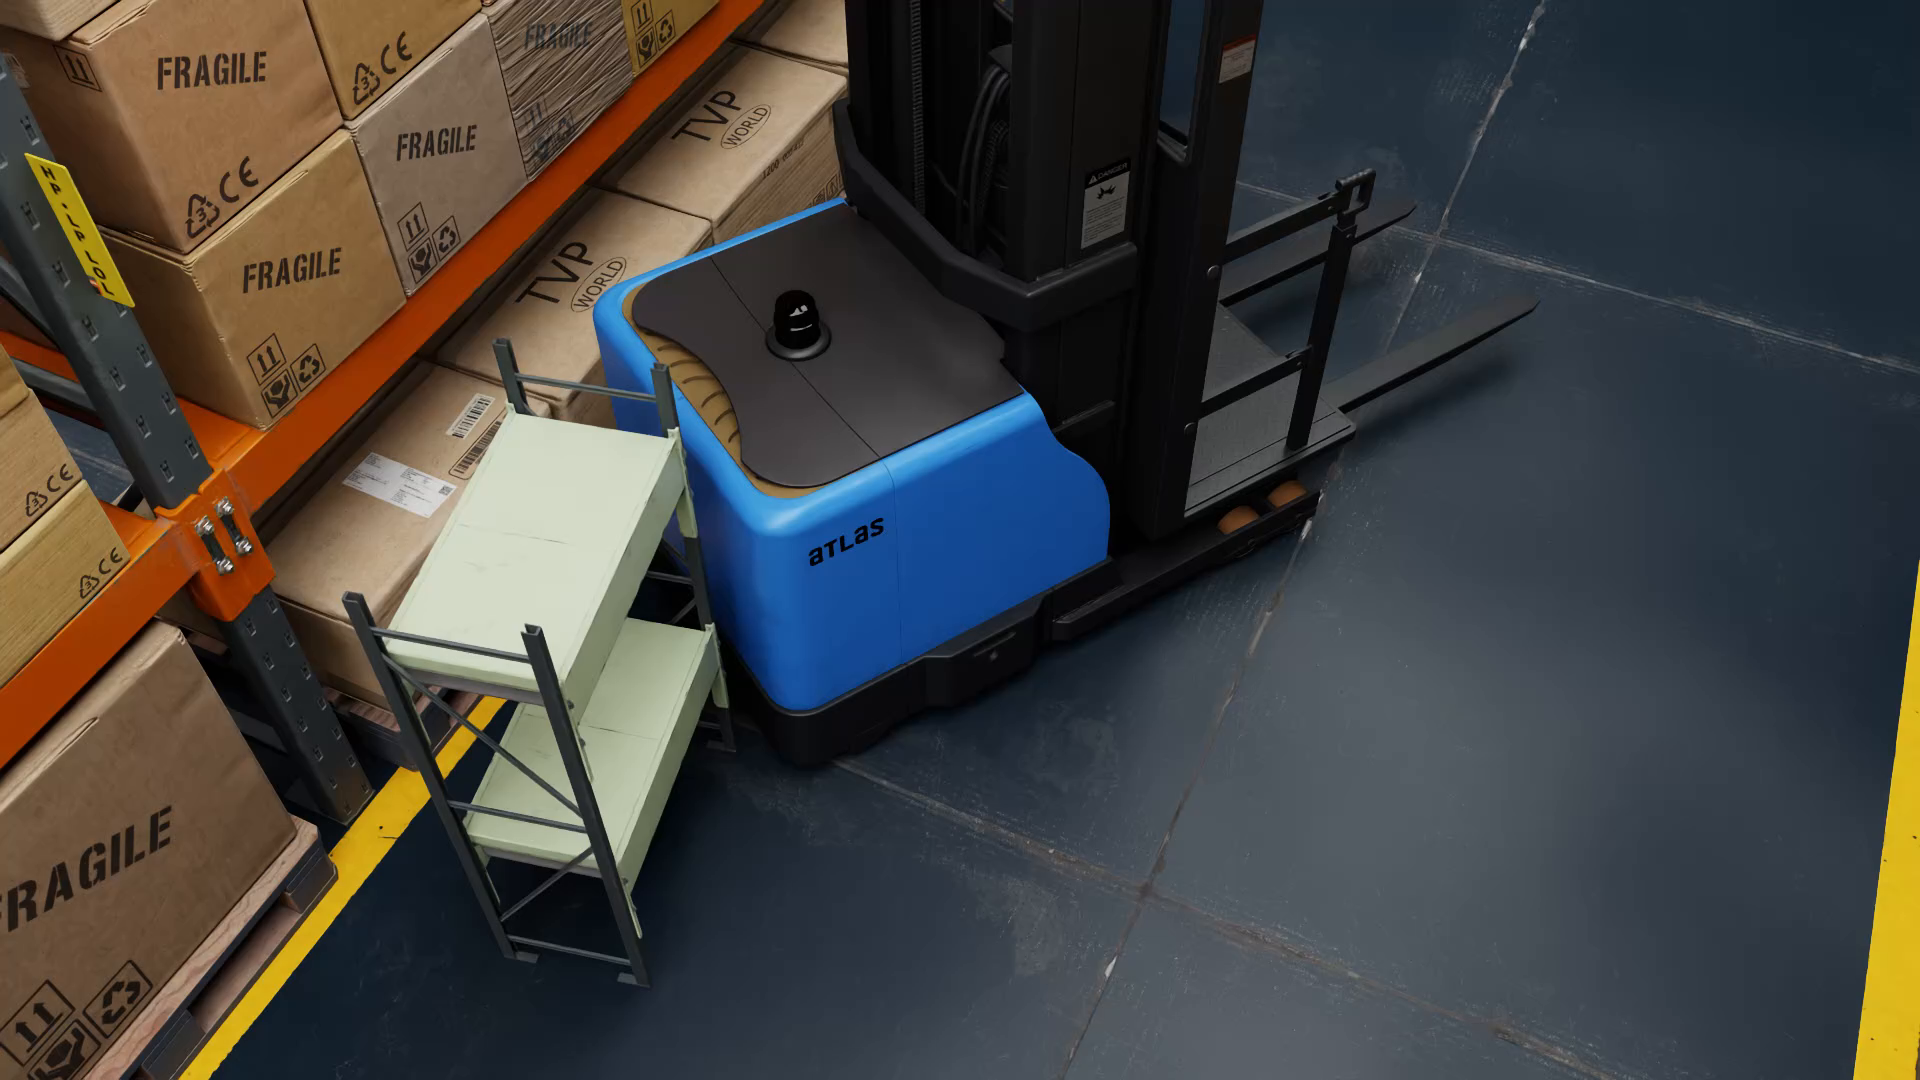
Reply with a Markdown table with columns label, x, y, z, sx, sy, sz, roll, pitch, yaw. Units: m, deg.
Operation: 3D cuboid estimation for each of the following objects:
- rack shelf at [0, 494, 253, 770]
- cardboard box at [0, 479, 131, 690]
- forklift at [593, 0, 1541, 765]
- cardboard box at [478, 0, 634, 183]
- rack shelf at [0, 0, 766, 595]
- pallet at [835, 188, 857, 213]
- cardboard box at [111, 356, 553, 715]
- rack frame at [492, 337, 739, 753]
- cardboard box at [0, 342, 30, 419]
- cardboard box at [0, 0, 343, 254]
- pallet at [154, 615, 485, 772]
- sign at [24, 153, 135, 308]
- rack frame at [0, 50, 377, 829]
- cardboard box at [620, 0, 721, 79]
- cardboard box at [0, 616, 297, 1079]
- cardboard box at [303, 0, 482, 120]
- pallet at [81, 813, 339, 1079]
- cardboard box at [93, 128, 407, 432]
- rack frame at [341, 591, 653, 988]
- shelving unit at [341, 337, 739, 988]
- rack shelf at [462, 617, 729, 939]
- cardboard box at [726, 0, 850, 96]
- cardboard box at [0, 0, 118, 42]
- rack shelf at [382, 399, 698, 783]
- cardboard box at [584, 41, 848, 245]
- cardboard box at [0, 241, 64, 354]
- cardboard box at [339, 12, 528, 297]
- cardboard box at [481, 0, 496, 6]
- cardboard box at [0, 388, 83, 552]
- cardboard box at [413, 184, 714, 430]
| label | x | y | z | sx | sy | sz | roll | pitch | yaw |
| --- | --- | --- | --- | --- | --- | --- | --- | --- | --- |
| rack shelf | -2.963 | 1.226 | 2.709 | 1.077 | 0.370 | 4.000 | 20 | 52 | 16 |
| cardboard box | -2.072 | 0.055 | 3.332 | 0.500 | 0.250 | 0.500 | 19 | 52 | 15 |
| forklift | 0.525 | -1.209 | 4.354 | 3.031 | 2.935 | 1.130 | -26 | 54 | -21 |
| cardboard box | -1.235 | -1.340 | 4.355 | 0.500 | 0.500 | 0.500 | 20 | 53 | 16 |
| rack shelf | -1.254 | -1.528 | 5.053 | 1.077 | 0.370 | 4.000 | 20 | 52 | 16 |
| pallet | -0.671 | -1.659 | 6.523 | 1.003 | 0.211 | 1.213 | 20 | 52 | 16 |
| cardboard box | -1.744 | -0.087 | 4.761 | 0.875 | 0.438 | 0.875 | 19 | 52 | 16 |
| rack frame | -0.830 | 0.080 | 4.197 | 0.400 | 1.500 | 0.023 | 10 | 50 | 8 |
| cardboard box | -2.073 | -0.351 | 2.857 | 0.500 | 0.500 | 0.500 | 21 | 53 | 17 |
| cardboard box | -1.686 | -0.990 | 3.400 | 0.500 | 0.500 | 0.500 | 20 | 53 | 16 |
| pallet | -1.713 | 0.021 | 5.093 | 1.003 | 0.211 | 1.213 | 20 | 52 | 16 |
| sign | -1.614 | -0.564 | 3.052 | 0.100 | 0.325 | 0.005 | 20 | 52 | 16 |
| rack frame | -2.109 | -0.384 | 3.607 | 1.000 | 3.000 | 0.127 | 20 | 52 | 16 |
| cardboard box | -1.014 | -1.695 | 4.657 | 0.500 | 0.500 | 0.500 | 21 | 53 | 17 |
| cardboard box | -2.301 | 0.621 | 3.871 | 0.875 | 0.875 | 0.875 | 21 | 53 | 17 |
| cardboard box | -1.465 | -1.335 | 3.695 | 0.500 | 0.500 | 0.500 | 19 | 52 | 16 |
| pallet | -2.370 | 1.075 | 4.196 | 1.003 | 0.211 | 1.213 | 20 | 52 | 16 |
| cardboard box | -1.672 | -0.654 | 3.772 | 0.500 | 0.500 | 0.500 | 21 | 53 | 17 |
| rack frame | -0.988 | 0.625 | 3.734 | 0.400 | 1.500 | 0.023 | 10 | 50 | 8 |
| shelving unit | -0.909 | 0.352 | 3.965 | 0.431 | 1.500 | 0.755 | 10 | 50 | 8 |
| rack shelf | -0.909 | 0.564 | 4.214 | 0.431 | 0.370 | 0.720 | 10 | 50 | 8 |
| cardboard box | -0.591 | -1.957 | 6.352 | 0.875 | 0.438 | 0.875 | 18 | 52 | 15 |
| cardboard box | -1.739 | -1.084 | 3.054 | 0.380 | 0.149 | 0.250 | 19 | 52 | 16 |
| rack shelf | -0.909 | 0.100 | 3.668 | 0.431 | 0.370 | 0.720 | 10 | 50 | 8 |
| cardboard box | -0.975 | -1.324 | 5.814 | 0.875 | 0.438 | 0.875 | 21 | 53 | 17 |
| cardboard box | -2.142 | -0.819 | 3.912 | 0.500 | 0.500 | 0.500 | 20 | 53 | 16 |
| cardboard box | -1.453 | -1.000 | 4.065 | 0.500 | 0.500 | 0.500 | 20 | 53 | 16 |
| cardboard box | -1.236 | -1.684 | 3.992 | 0.500 | 0.500 | 0.500 | 21 | 53 | 17 |
| cardboard box | -2.077 | -0.115 | 3.148 | 0.500 | 0.250 | 0.500 | 20 | 52 | 16 |
| cardboard box | -1.362 | -0.704 | 5.286 | 0.875 | 0.438 | 0.875 | 18 | 52 | 15 |
